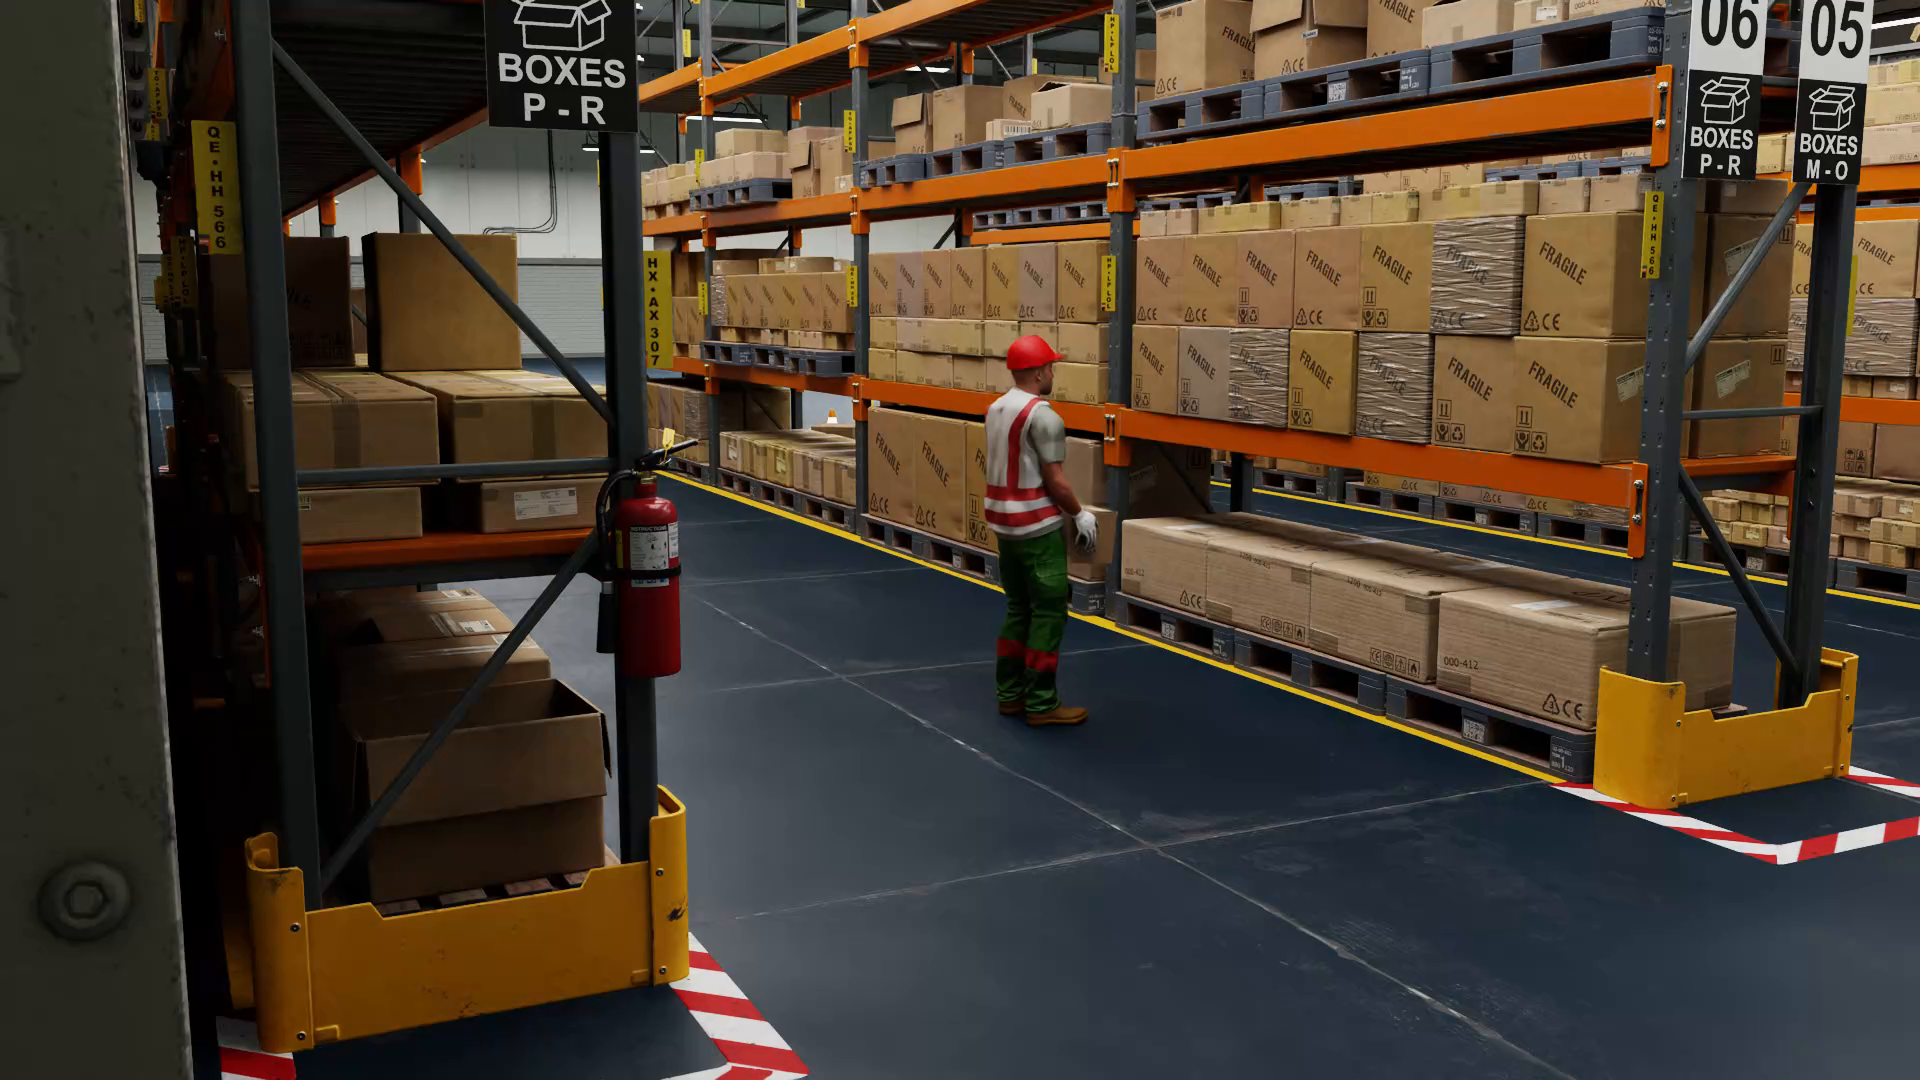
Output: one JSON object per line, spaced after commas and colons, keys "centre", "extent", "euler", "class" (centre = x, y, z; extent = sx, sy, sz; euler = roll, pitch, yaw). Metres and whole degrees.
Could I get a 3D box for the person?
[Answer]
{"centre": [0.342, -0.047, 7.764], "extent": [0.452, 1.778, 0.614], "euler": [-5, 10, -29], "class": "person"}
